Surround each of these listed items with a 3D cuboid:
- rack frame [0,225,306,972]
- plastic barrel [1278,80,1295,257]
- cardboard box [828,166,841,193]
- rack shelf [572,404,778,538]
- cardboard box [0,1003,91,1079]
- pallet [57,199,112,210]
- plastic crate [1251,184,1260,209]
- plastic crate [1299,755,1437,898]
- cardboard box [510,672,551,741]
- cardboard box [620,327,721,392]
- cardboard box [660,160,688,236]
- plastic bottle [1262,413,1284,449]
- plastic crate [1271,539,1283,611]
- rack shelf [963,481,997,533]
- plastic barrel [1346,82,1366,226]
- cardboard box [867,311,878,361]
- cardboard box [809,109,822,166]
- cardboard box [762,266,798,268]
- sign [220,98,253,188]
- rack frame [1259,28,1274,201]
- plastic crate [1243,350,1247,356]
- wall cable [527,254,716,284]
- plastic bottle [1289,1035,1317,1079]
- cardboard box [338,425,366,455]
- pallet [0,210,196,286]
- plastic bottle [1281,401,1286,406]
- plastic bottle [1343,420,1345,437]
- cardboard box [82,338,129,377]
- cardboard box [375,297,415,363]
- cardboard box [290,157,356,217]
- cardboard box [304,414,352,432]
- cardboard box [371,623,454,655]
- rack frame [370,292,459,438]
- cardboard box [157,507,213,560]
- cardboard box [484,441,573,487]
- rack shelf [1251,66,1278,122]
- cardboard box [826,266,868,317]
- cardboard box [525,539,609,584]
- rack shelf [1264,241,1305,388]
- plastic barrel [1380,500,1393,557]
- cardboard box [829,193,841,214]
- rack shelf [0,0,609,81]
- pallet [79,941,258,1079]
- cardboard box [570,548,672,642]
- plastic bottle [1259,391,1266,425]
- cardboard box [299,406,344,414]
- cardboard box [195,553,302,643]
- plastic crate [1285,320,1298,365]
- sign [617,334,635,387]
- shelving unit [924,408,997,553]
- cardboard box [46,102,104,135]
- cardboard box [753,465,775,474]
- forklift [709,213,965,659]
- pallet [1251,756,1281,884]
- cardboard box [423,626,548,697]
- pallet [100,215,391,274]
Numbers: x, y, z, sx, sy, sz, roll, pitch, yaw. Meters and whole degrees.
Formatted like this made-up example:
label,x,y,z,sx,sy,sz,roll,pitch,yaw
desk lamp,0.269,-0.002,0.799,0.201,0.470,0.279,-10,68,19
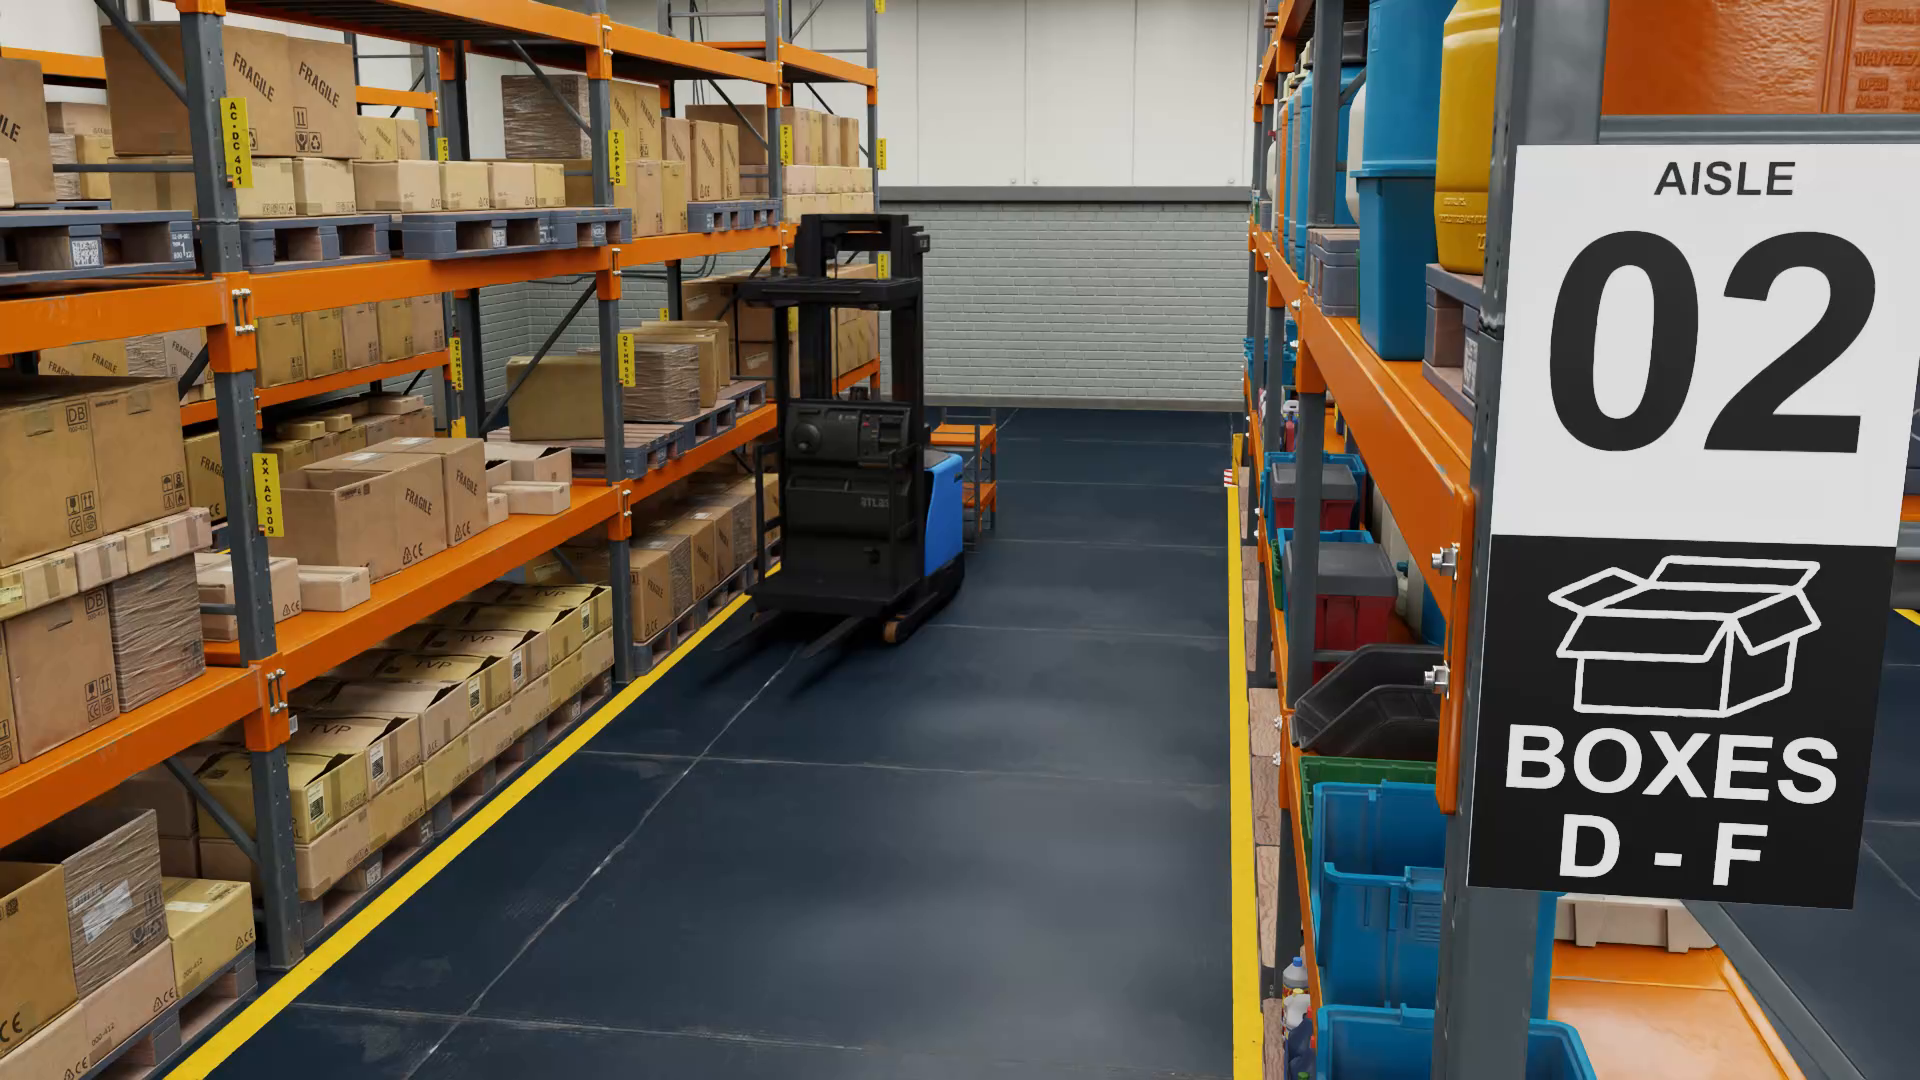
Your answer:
label,x,y,z,sx,sy,sz,roll,pitch,yaw
rack frame,-3.226,0.271,6.616,1.000,3.000,0.127,2,12,9
plastic barrel,1.842,-1.777,7.978,0.600,0.830,0.708,2,12,9
cardboard box,-1.435,-3.437,15.870,0.500,0.250,0.500,2,12,9
rack shelf,-2.303,-0.626,12.487,1.077,0.370,4.000,2,12,9
cardboard box,-3.230,1.722,5.414,0.500,0.250,0.500,2,12,9
pallet,-6.983,-2.734,13.896,0.805,0.209,1.217,1,12,6
plastic crate,3.007,-3.193,15.715,0.504,0.338,0.767,2,12,9
plastic crate,1.180,0.809,4.621,0.450,0.188,0.662,2,12,9
cardboard box,-2.606,0.907,9.196,0.500,0.250,0.500,2,12,10
cardboard box,-2.332,-1.412,13.191,0.700,0.500,0.500,4,13,18
cardboard box,-2.418,-2.383,11.574,0.910,0.500,0.500,2,12,9
plastic bottle,2.214,-0.810,11.750,0.144,0.351,0.185,2,12,9
plastic crate,1.657,0.164,7.614,0.450,0.188,0.662,2,12,9
rack shelf,0.001,-0.312,14.933,0.538,0.278,1.000,2,12,9
plastic barrel,1.408,-1.211,5.109,0.421,0.512,0.421,0,12,0
cardboard box,-1.180,-2.174,17.723,0.500,0.500,0.500,2,12,10
cardboard box,-1.670,-3.705,15.332,0.700,0.500,0.500,2,12,9
cardboard box,-1.782,-2.572,17.196,0.500,0.500,0.500,2,12,9
sign,-2.677,-1.469,6.155,0.100,0.325,0.005,2,12,9
rack frame,2.899,-4.166,12.963,1.000,3.000,0.127,2,12,9
plastic crate,3.019,-1.861,16.994,0.250,0.136,0.298,2,12,9
wall cable,-5.052,-4.967,24.053,3.097,2.526,0.112,2,12,9
plastic bottle,1.105,1.706,5.201,0.144,0.351,0.185,1,12,6
cardboard box,-6.513,-0.901,16.991,0.700,0.500,0.500,2,12,10
pallet,-3.331,-0.974,5.481,1.003,0.211,1.213,2,12,9
plastic bottle,2.521,-0.976,12.872,0.097,0.201,0.097,0,12,0
plastic bottle,2.897,-0.897,12.340,0.097,0.271,0.097,0,12,0
cardboard box,-6.939,-1.339,13.095,0.500,0.500,0.500,2,12,10
cardboard box,-6.445,-2.275,17.718,0.980,0.700,0.700,2,12,8
cardboard box,-3.040,-1.570,7.396,0.500,0.250,0.500,1,12,3
cardboard box,-6.361,-1.181,16.750,0.380,0.149,0.250,2,12,7
cardboard box,-3.134,0.618,9.203,0.500,0.311,0.500,2,12,7
rack frame,-6.275,-2.387,18.948,1.000,3.000,0.127,2,12,9
cardboard box,-3.056,-0.031,6.242,0.380,0.149,0.250,2,12,9
cardboard box,-2.710,-0.444,10.144,0.500,0.311,0.500,3,12,12
rack shelf,3.206,-4.035,15.013,1.077,0.370,4.000,2,12,9
cardboard box,-1.254,-2.558,17.132,0.500,0.500,0.500,2,12,10
cardboard box,-2.699,0.243,11.635,0.500,0.500,0.500,2,12,11
rack shelf,1.976,-1.099,7.559,1.077,0.370,4.000,2,12,9
plastic barrel,2.211,-0.069,7.871,0.433,0.535,0.433,0,12,0
cardboard box,-1.443,-3.193,15.924,0.500,0.250,0.500,2,12,9
rack shelf,-2.918,-2.531,8.034,1.077,0.370,4.000,2,12,9
pallet,-3.389,1.798,6.148,1.003,0.211,1.213,2,12,9
cardboard box,-2.258,0.360,11.093,0.500,0.500,0.500,2,12,11
plastic bottle,2.395,-1.012,12.865,0.152,0.276,0.135,2,12,9
cardboard box,-6.656,-1.307,17.334,0.380,0.149,0.250,2,12,9
cardboard box,-3.193,0.240,7.114,0.500,0.250,0.500,3,12,12
plastic crate,3.647,-2.037,17.097,0.616,0.435,0.499,2,12,9
sign,-2.062,-1.110,10.277,0.100,0.325,0.005,2,12,9
shelving unit,0.001,-0.551,14.881,0.538,1.125,1.048,2,12,9
cardboard box,-7.226,-3.357,13.267,0.500,0.250,0.500,1,12,7
cardboard box,-2.073,-0.579,15.898,0.500,0.311,0.500,2,12,9
forklift,-0.864,-0.795,11.726,1.130,2.935,3.031,4,13,16
pallet,1.936,1.376,8.108,1.003,0.211,1.213,2,12,9
cardboard box,-2.602,0.633,9.133,0.500,0.311,0.500,2,12,8
pallet,-3.103,-1.286,7.174,0.805,0.209,1.217,1,12,6
